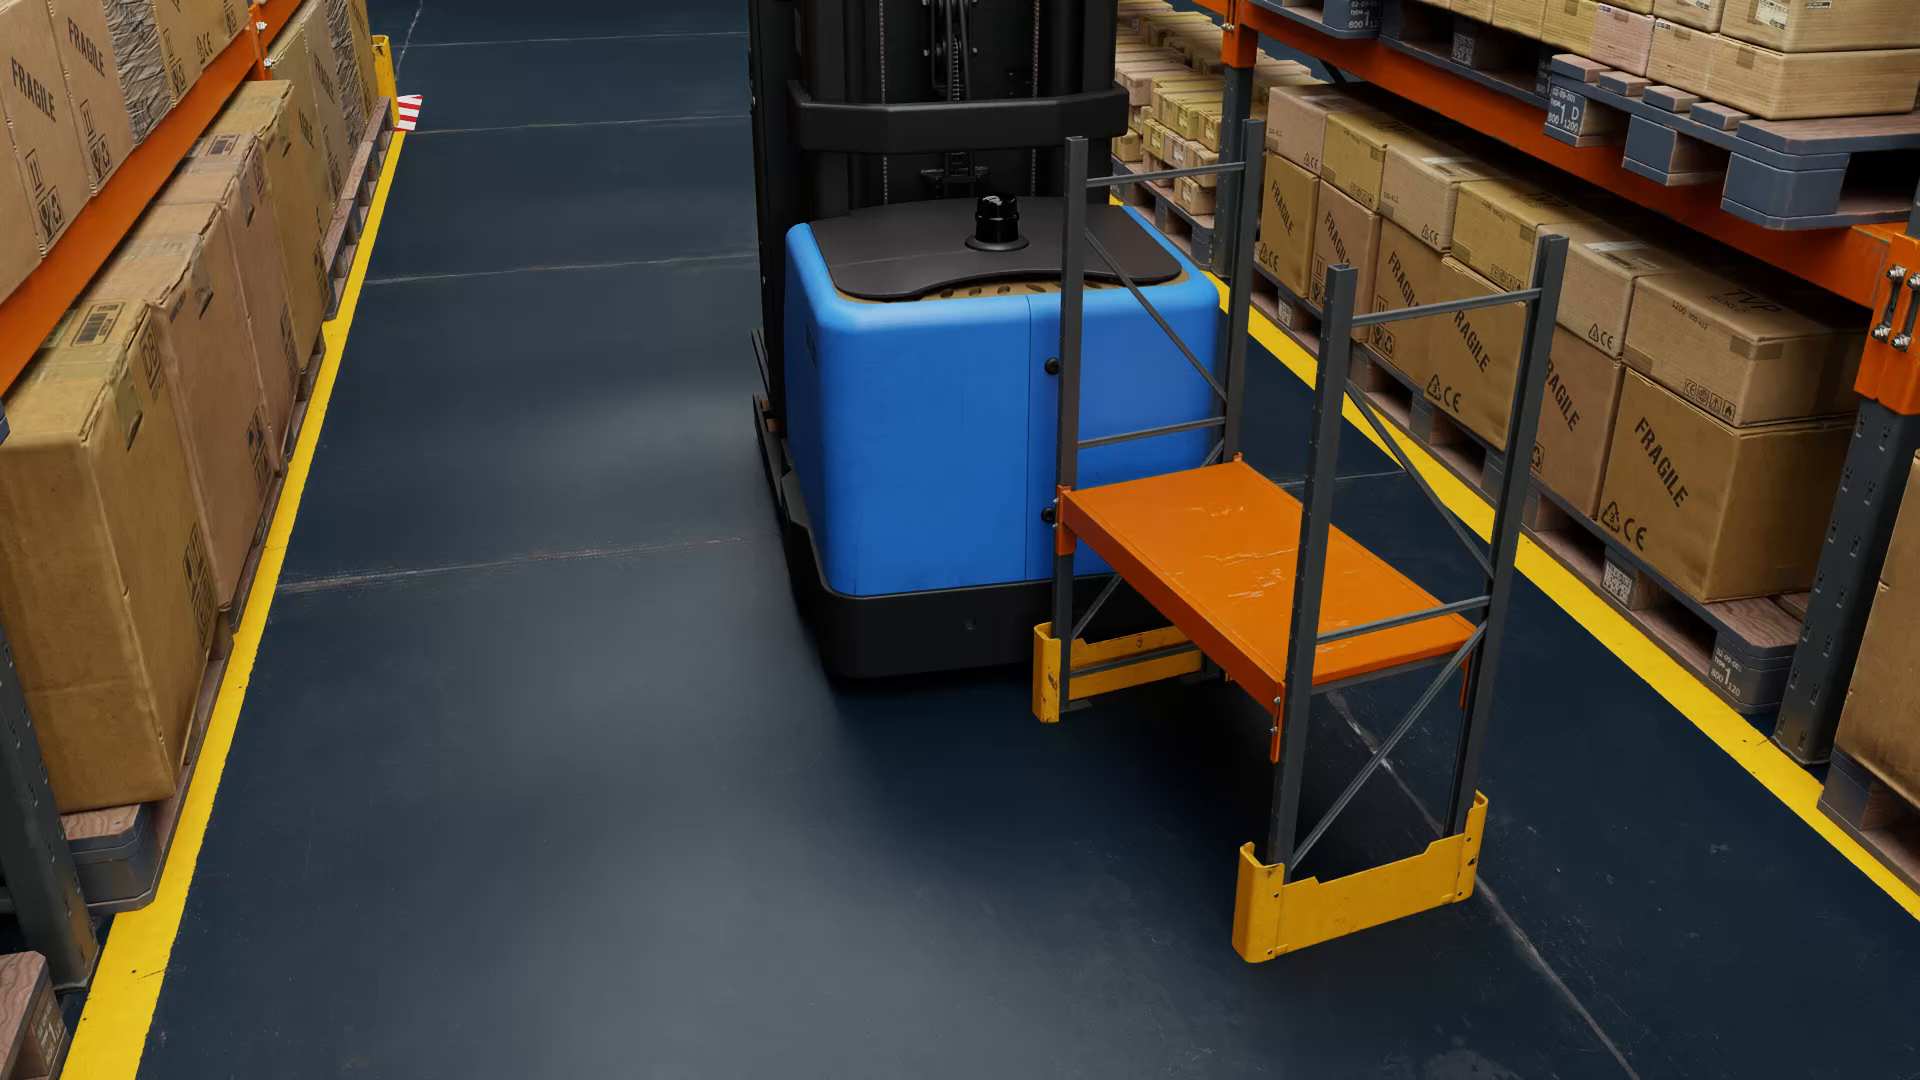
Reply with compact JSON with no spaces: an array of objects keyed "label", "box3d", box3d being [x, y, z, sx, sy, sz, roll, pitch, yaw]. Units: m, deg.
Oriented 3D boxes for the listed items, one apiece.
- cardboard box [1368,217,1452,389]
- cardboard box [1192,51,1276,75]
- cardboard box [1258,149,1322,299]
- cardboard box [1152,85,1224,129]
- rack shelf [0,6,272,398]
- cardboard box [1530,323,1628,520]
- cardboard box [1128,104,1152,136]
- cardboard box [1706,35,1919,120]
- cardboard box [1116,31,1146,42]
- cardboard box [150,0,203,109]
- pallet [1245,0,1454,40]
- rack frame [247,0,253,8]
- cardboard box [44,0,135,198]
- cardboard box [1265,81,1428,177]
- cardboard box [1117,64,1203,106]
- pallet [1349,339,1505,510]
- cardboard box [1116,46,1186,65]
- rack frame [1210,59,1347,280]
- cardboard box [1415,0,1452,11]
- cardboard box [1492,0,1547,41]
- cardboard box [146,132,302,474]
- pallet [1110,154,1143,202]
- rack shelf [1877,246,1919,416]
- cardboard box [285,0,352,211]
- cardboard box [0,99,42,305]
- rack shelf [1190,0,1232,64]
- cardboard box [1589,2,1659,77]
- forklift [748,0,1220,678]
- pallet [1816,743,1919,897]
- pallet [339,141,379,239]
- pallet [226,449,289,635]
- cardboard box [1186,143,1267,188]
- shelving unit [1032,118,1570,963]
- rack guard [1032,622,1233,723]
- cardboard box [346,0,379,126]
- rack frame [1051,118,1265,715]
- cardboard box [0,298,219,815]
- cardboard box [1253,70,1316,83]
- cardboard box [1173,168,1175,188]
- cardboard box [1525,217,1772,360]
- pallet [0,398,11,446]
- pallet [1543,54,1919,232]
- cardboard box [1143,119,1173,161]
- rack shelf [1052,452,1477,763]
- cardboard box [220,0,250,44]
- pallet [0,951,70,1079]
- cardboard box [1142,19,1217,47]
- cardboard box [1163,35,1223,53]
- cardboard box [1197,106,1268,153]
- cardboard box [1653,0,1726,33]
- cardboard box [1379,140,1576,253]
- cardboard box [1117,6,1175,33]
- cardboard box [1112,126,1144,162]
[{"label":"cardboard box","box3d":[1.821,-0.865,5.942,0.500,0.500,0.500,-5,27,-11]},{"label":"cardboard box","box3d":[1.475,-2.534,8.979,0.380,0.149,0.250,-7,28,-14]},{"label":"cardboard box","box3d":[1.569,-1.325,6.855,0.500,0.500,0.500,-5,27,-10]},{"label":"cardboard box","box3d":[1.168,-2.132,8.182,0.380,0.149,0.250,-6,27,-12]},{"label":"rack shelf","box3d":[-2.743,-0.947,4.595,1.077,0.370,4.000,-6,27,-12]},{"label":"cardboard box","box3d":[2.046,-0.411,5.044,0.500,0.500,0.500,-5,27,-10]},{"label":"cardboard box","box3d":[1.092,-2.222,8.691,0.380,0.149,0.250,-5,27,-10]},{"label":"cardboard box","box3d":[2.004,-1.094,3.902,0.380,0.149,0.250,-5,27,-11]},{"label":"cardboard box","box3d":[0.848,-2.821,9.548,0.380,0.149,0.250,-5,27,-10]},{"label":"cardboard box","box3d":[-2.593,-1.566,4.913,0.500,0.500,0.500,-6,27,-12]},{"label":"pallet","box3d":[1.692,-2.169,6.431,1.003,0.211,1.213,-6,27,-12]},{"label":"rack frame","box3d":[-3.194,-2.146,6.172,1.000,3.000,0.127,-6,27,-12]},{"label":"cardboard box","box3d":[-2.374,-1.126,4.041,0.500,0.500,0.500,-6,27,-13]},{"label":"cardboard box","box3d":[1.570,-1.660,6.686,0.500,0.250,0.500,-7,28,-14]},{"label":"cardboard box","box3d":[1.035,-2.363,8.641,0.380,0.149,0.250,-7,28,-14]},{"label":"pallet","box3d":[2.116,-0.482,5.970,1.003,0.211,1.213,-6,27,-12]},{"label":"cardboard box","box3d":[1.013,-2.600,9.111,0.380,0.149,0.250,-6,27,-11]},{"label":"rack frame","box3d":[1.661,-2.605,7.082,1.000,3.000,0.127,-6,27,-12]},{"label":"cardboard box","box3d":[1.655,-1.777,5.255,0.380,0.149,0.250,-7,28,-14]},{"label":"cardboard box","box3d":[1.776,-1.544,4.793,0.380,0.149,0.250,-7,28,-14]},{"label":"cardboard box","box3d":[-2.828,-0.714,5.227,1.225,0.875,0.875,-7,28,-13]},{"label":"pallet","box3d":[1.197,-2.188,9.351,1.003,0.211,1.213,-6,27,-12]},{"label":"rack shelf","box3d":[3.013,0.350,2.026,1.077,0.370,4.000,-6,27,-12]},{"label":"cardboard box","box3d":[-3.468,-2.078,7.929,0.875,0.875,0.875,-6,27,-12]},{"label":"cardboard box","box3d":[-2.137,-0.675,3.148,0.500,0.500,0.500,-5,27,-10]},{"label":"rack shelf","box3d":[1.210,-3.162,8.984,1.077,0.370,4.000,-6,27,-12]},{"label":"cardboard box","box3d":[1.891,-1.316,4.342,0.380,0.149,0.250,-5,27,-11]},{"label":"forklift","box3d":[-0.124,-1.587,5.141,1.130,2.935,3.031,-5,27,-10]},{"label":"pallet","box3d":[2.667,0.750,3.531,1.003,0.211,1.213,-6,27,-12]},{"label":"pallet","box3d":[-3.568,-1.779,8.541,1.003,0.211,1.213,-6,27,-12]},{"label":"pallet","box3d":[-2.668,-0.033,5.081,1.003,0.211,1.213,-6,27,-12]},{"label":"cardboard box","box3d":[1.280,-1.759,7.773,0.380,0.149,0.250,-5,27,-11]},{"label":"shelving unit","box3d":[0.664,-0.054,3.692,0.587,1.500,1.083,-11,29,-20]},{"label":"rack guard","box3d":[0.470,0.298,4.383,0.587,0.250,0.087,-11,29,-20]},{"label":"cardboard box","box3d":[-3.873,-2.868,9.495,0.875,0.875,0.875,-6,27,-12]},{"label":"rack frame","box3d":[0.469,-0.261,4.102,0.500,1.500,0.032,-11,29,-20]},{"label":"cardboard box","box3d":[-2.428,0.066,3.682,1.225,0.875,0.875,-7,28,-14]},{"label":"cardboard box","box3d":[1.595,-2.303,8.521,0.380,0.149,0.250,-7,28,-13]},{"label":"cardboard box","box3d":[1.264,-1.780,8.145,0.380,0.149,0.250,-5,27,-10]},{"label":"cardboard box","box3d":[2.029,-0.750,4.882,0.500,0.250,0.500,-6,27,-11]},{"label":"pallet","box3d":[-2.028,-0.002,2.138,1.213,0.211,1.003,-6,27,-12]},{"label":"pallet","box3d":[2.298,-1.065,4.245,1.213,0.211,1.003,-6,27,-12]},{"label":"cardboard box","box3d":[1.130,-1.992,8.235,0.380,0.149,0.250,-7,28,-13]},{"label":"rack shelf","box3d":[0.667,0.111,3.765,0.538,0.185,1.000,-11,29,-20]},{"label":"cardboard box","box3d":[-2.823,-2.013,5.798,0.500,0.500,0.500,-6,27,-11]},{"label":"pallet","box3d":[-2.118,1.198,2.641,1.003,0.211,1.213,-6,27,-12]},{"label":"cardboard box","box3d":[1.305,-2.998,9.898,0.380,0.149,0.250,-7,28,-14]},{"label":"cardboard box","box3d":[1.371,-2.758,9.424,0.380,0.149,0.250,-7,28,-13]},{"label":"cardboard box","box3d":[1.327,-1.915,7.753,0.380,0.149,0.250,-5,27,-10]},{"label":"cardboard box","box3d":[1.946,-1.345,4.068,0.380,0.149,0.250,-5,27,-10]},{"label":"cardboard box","box3d":[1.803,-1.202,5.779,0.500,0.250,0.500,-5,27,-10]},{"label":"cardboard box","box3d":[1.127,-3.219,10.335,0.380,0.149,0.250,-5,27,-11]},{"label":"cardboard box","box3d":[1.007,-2.112,8.803,0.380,0.149,0.250,-6,27,-12]}]
